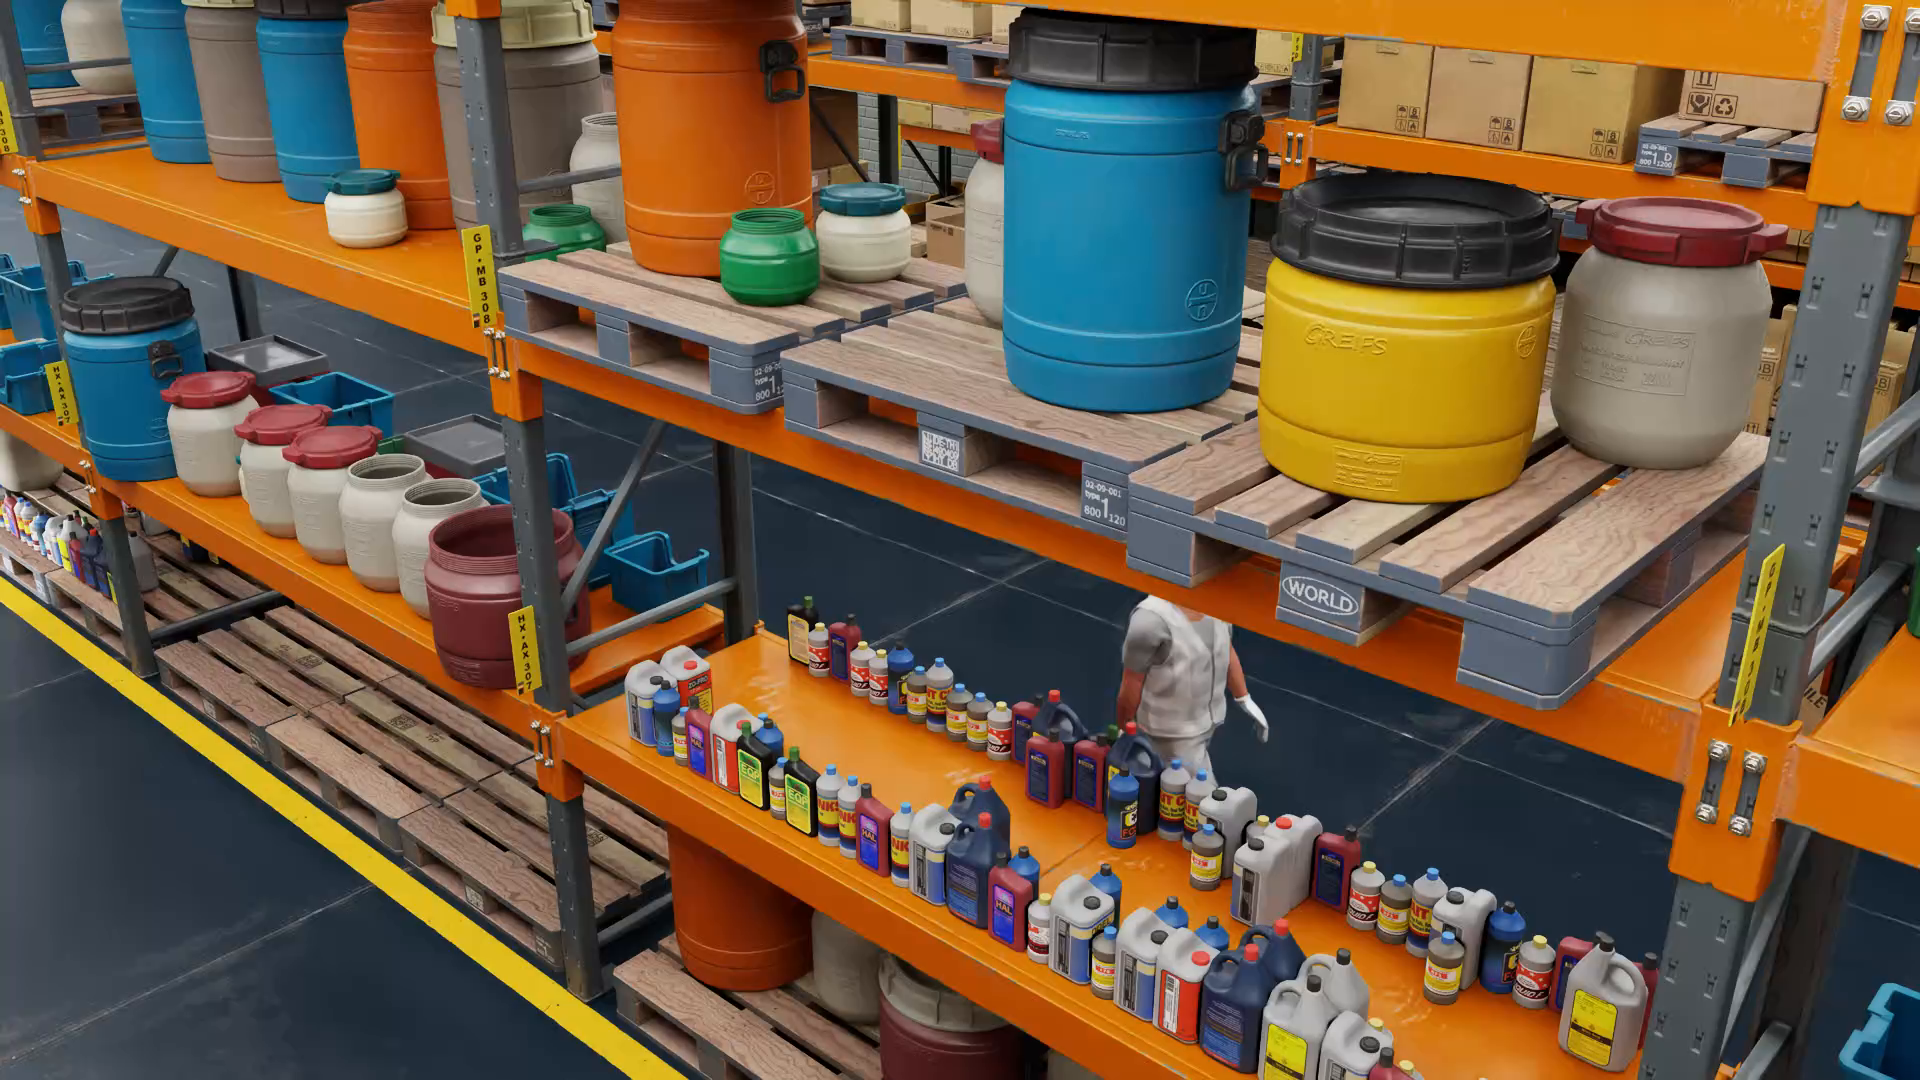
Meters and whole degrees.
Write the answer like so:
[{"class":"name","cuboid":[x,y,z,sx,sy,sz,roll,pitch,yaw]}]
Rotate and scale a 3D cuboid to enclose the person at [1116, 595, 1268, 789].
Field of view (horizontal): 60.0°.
[{"class":"person","cuboid":[0.952,0.750,6.874,1.052,1.747,0.586,19,30,36]}]
